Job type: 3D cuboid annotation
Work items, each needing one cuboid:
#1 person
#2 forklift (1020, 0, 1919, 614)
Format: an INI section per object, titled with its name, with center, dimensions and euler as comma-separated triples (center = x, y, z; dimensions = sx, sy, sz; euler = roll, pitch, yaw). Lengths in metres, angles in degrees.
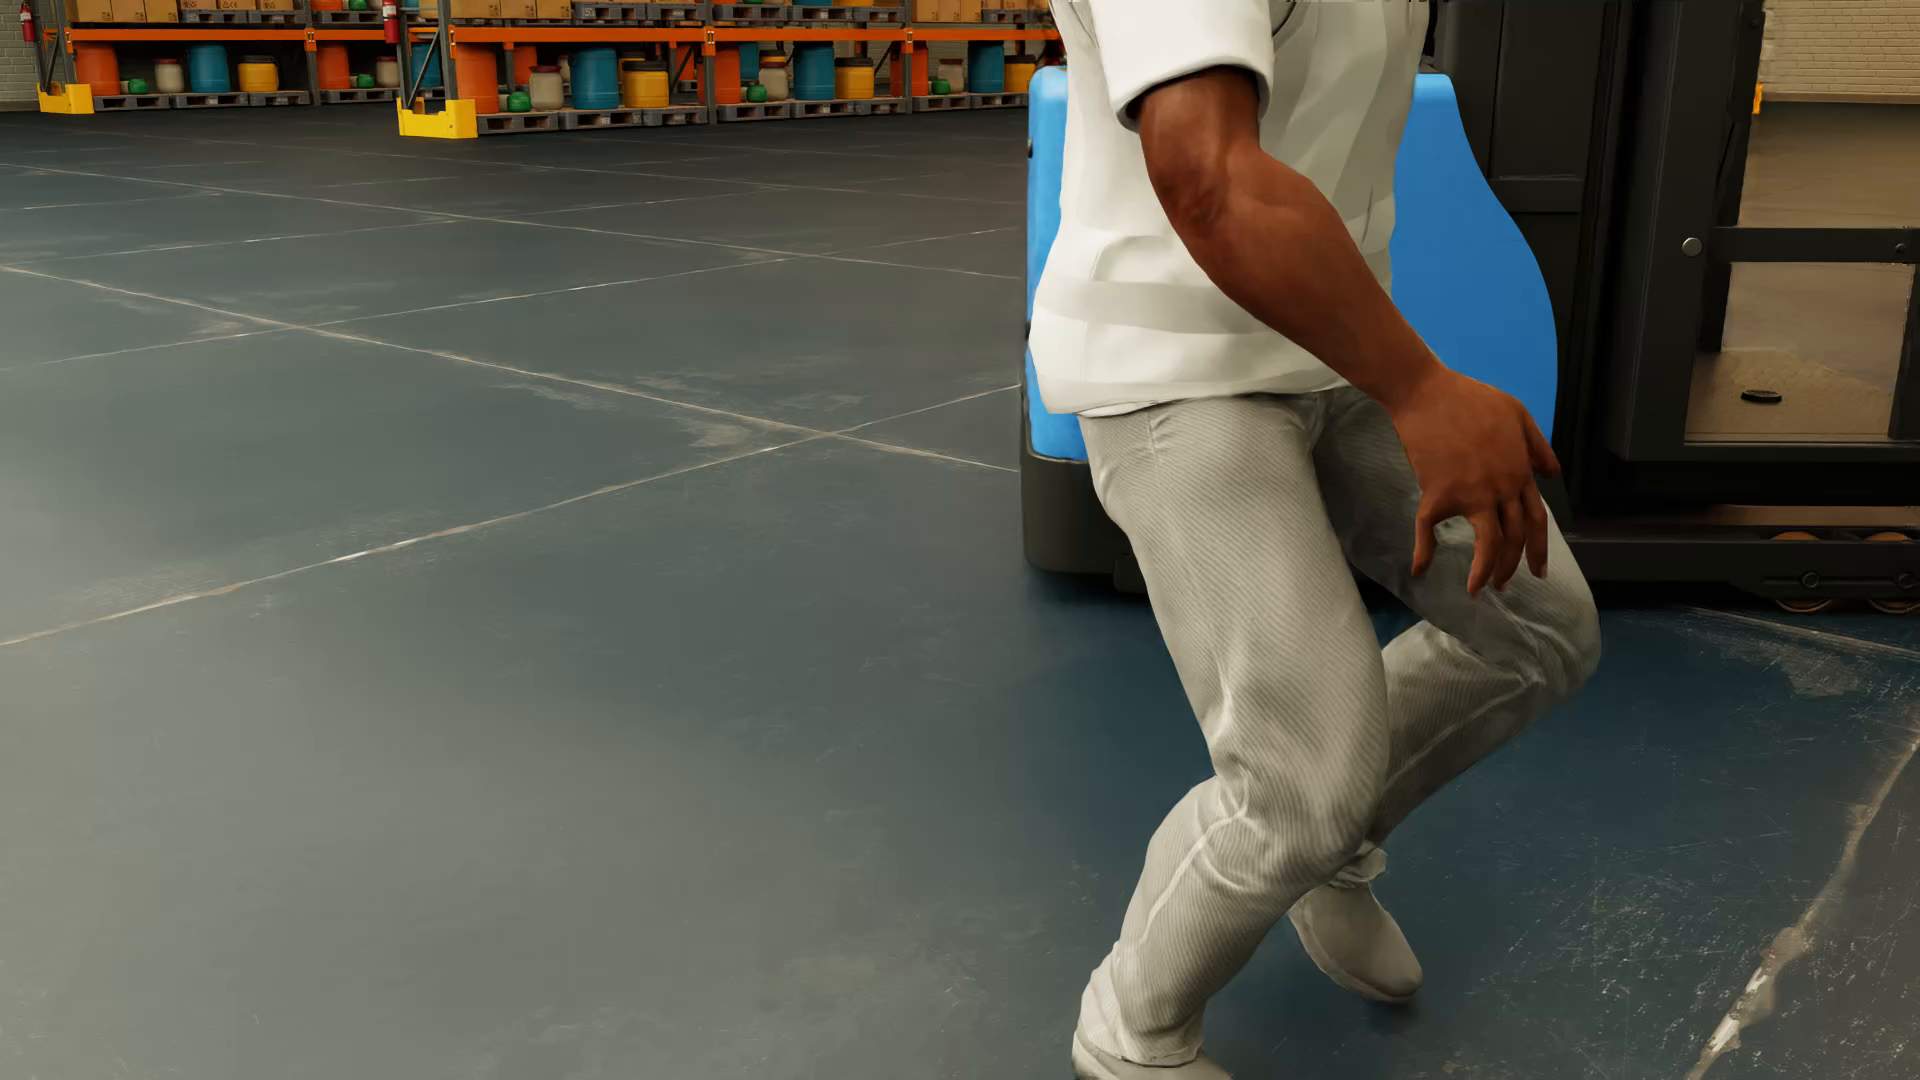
[person]
center = 0.334, -0.188, 1.690
dimensions = 0.693, 1.674, 0.807
euler = 12, 21, 35
[forklift]
center = 1.665, -1.407, 3.531
dimensions = 3.031, 2.935, 1.130
euler = 0, 17, 1
